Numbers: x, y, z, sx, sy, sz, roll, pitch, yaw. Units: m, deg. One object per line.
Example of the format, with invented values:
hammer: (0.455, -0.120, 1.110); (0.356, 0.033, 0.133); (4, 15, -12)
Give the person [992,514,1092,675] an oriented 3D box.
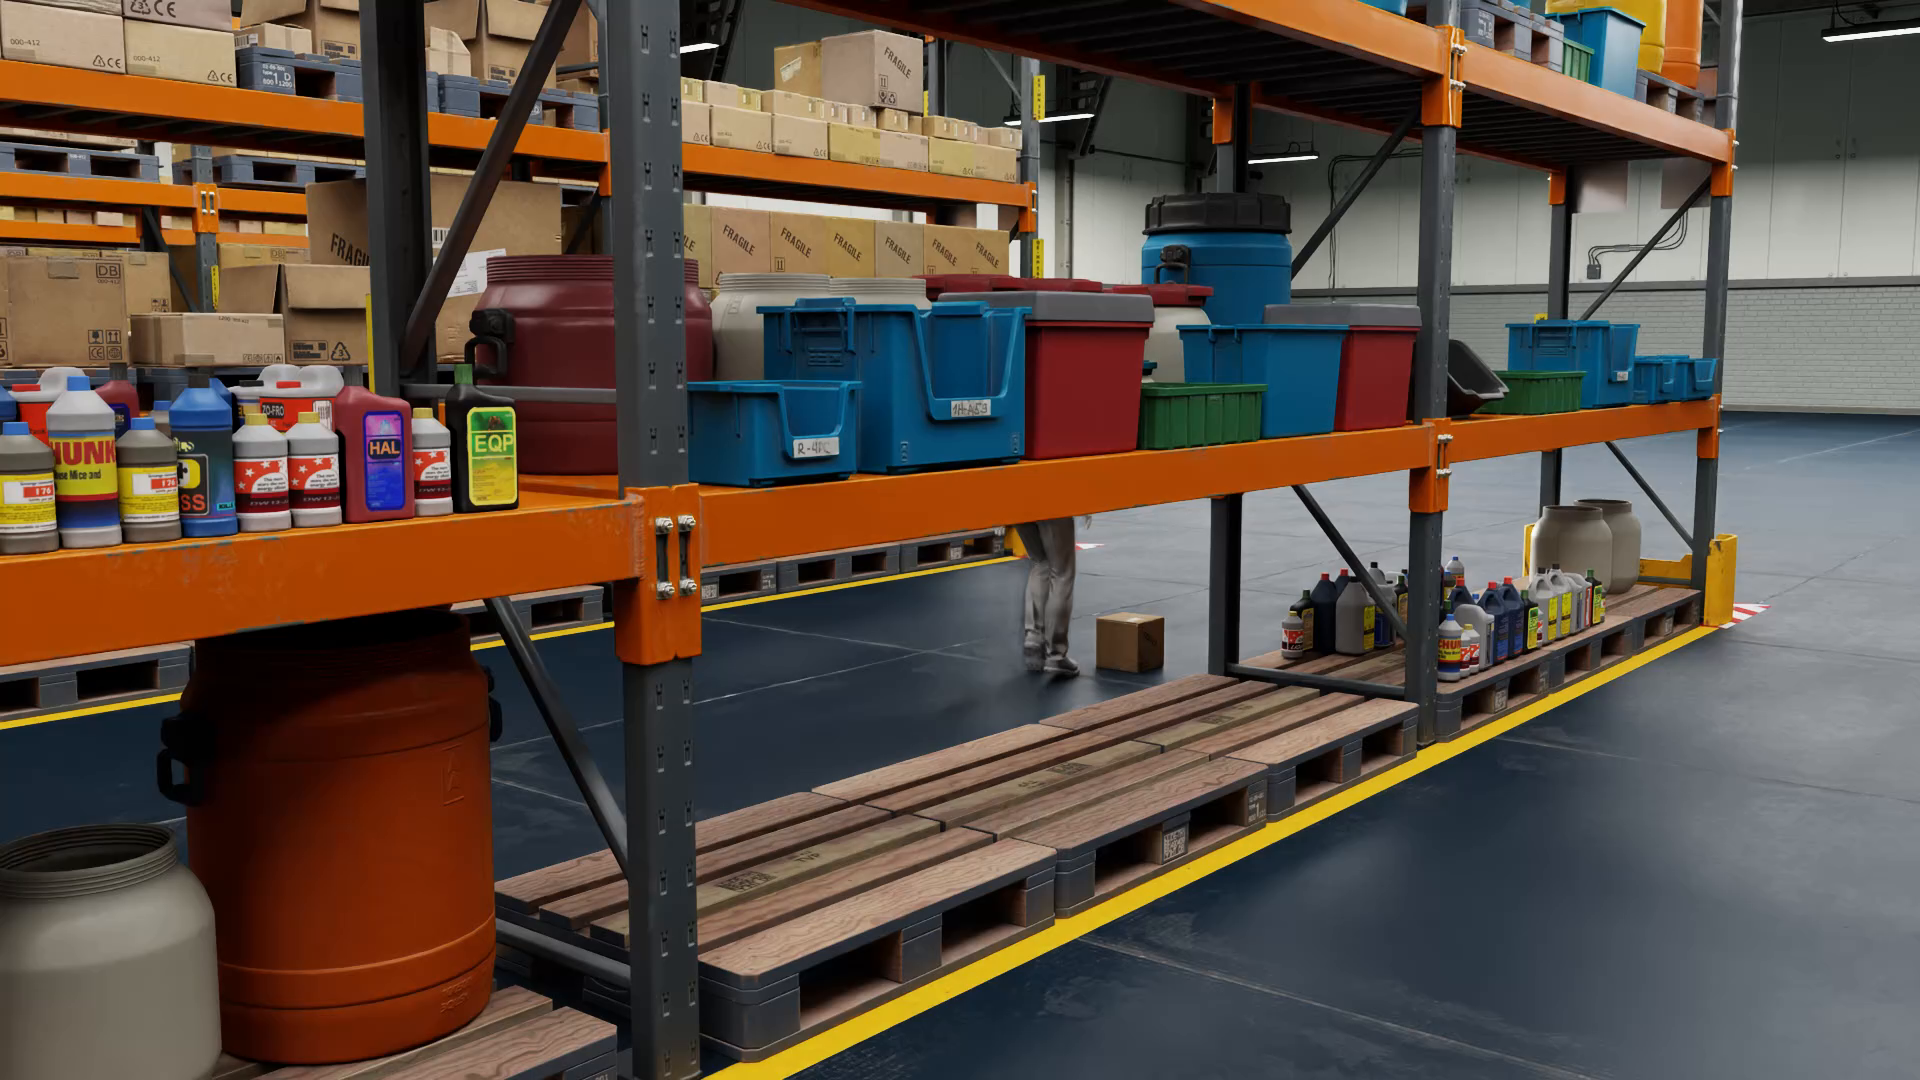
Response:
person: (0.403, -0.159, 8.062); (0.523, 1.730, 0.485); (5, 8, 36)
